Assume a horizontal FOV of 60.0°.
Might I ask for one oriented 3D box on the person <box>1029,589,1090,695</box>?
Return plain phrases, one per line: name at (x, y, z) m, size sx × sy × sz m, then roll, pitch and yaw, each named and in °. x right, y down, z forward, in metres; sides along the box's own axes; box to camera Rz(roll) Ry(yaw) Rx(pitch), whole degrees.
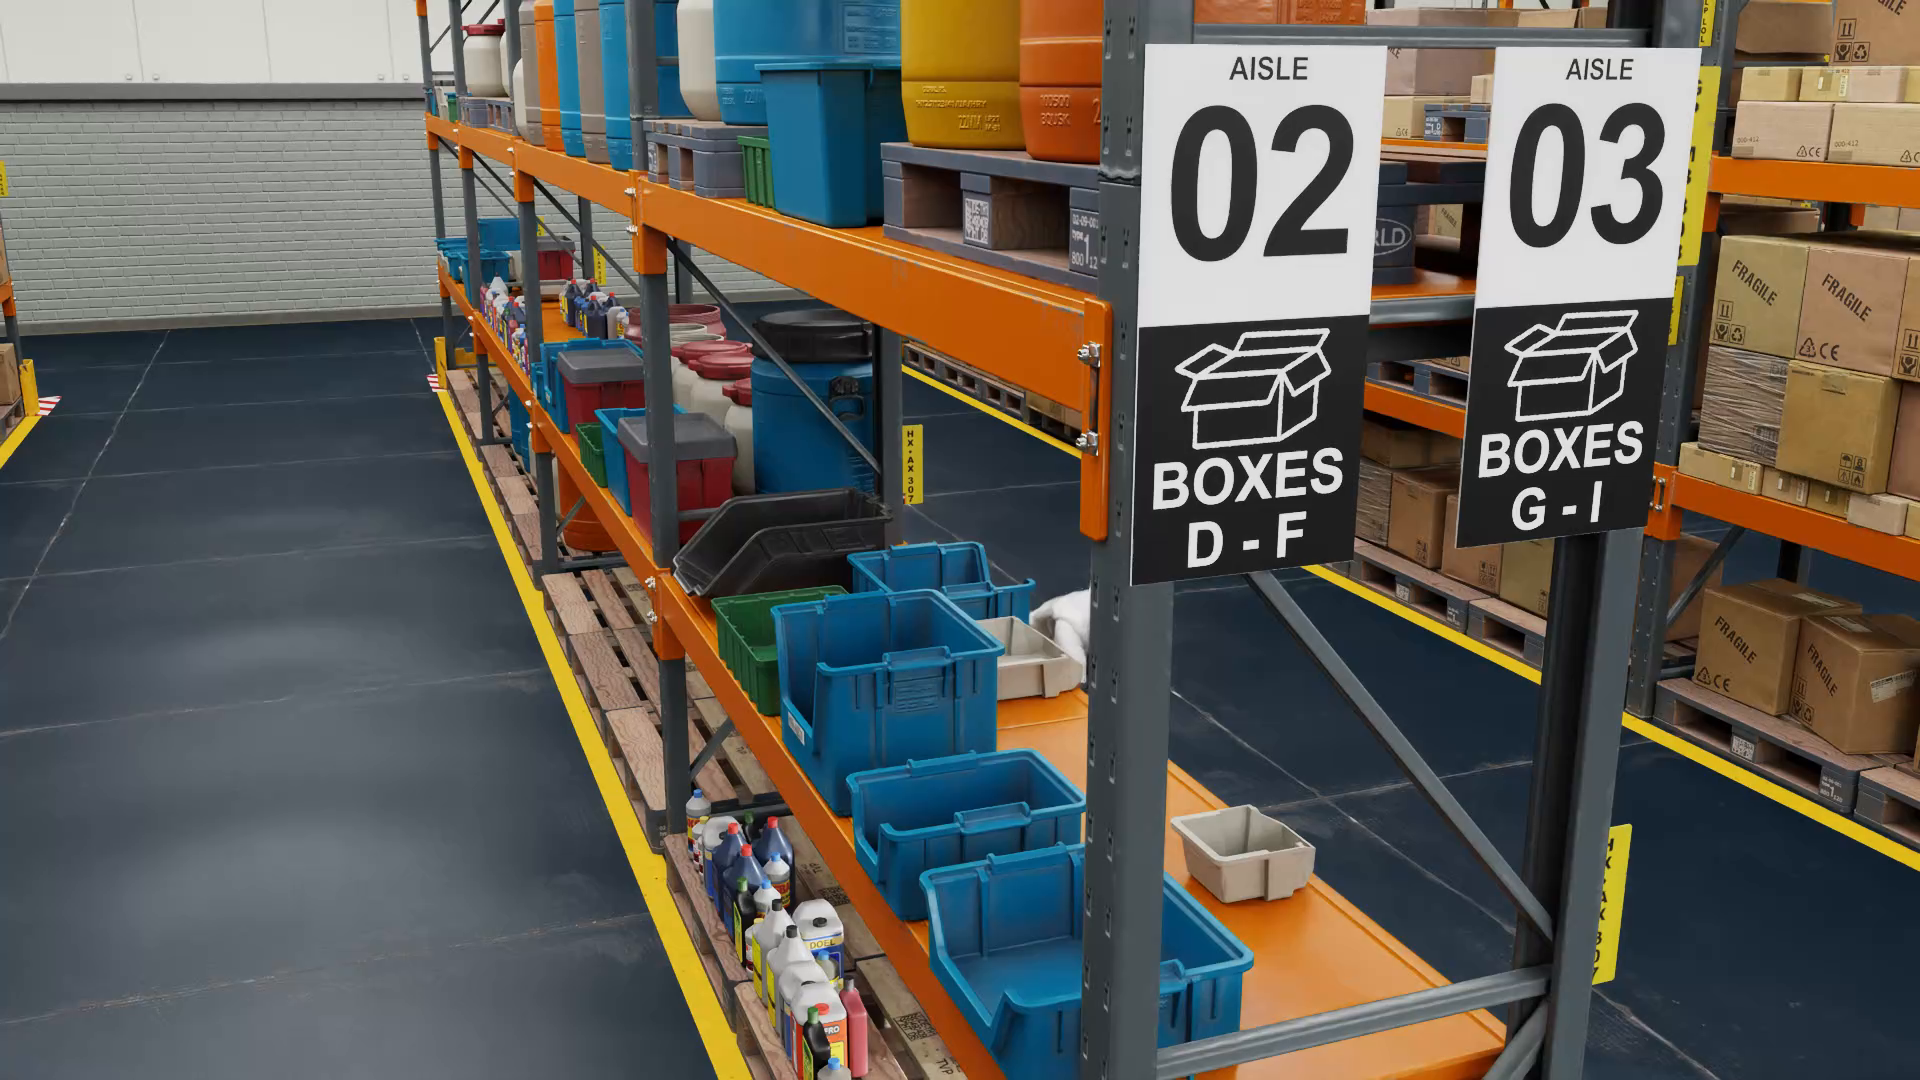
person at (0.654, 0.609, 8.166) m, size 0.543 × 0.890 × 0.915 m, roll -6°, pitch 17°, yaw -20°
